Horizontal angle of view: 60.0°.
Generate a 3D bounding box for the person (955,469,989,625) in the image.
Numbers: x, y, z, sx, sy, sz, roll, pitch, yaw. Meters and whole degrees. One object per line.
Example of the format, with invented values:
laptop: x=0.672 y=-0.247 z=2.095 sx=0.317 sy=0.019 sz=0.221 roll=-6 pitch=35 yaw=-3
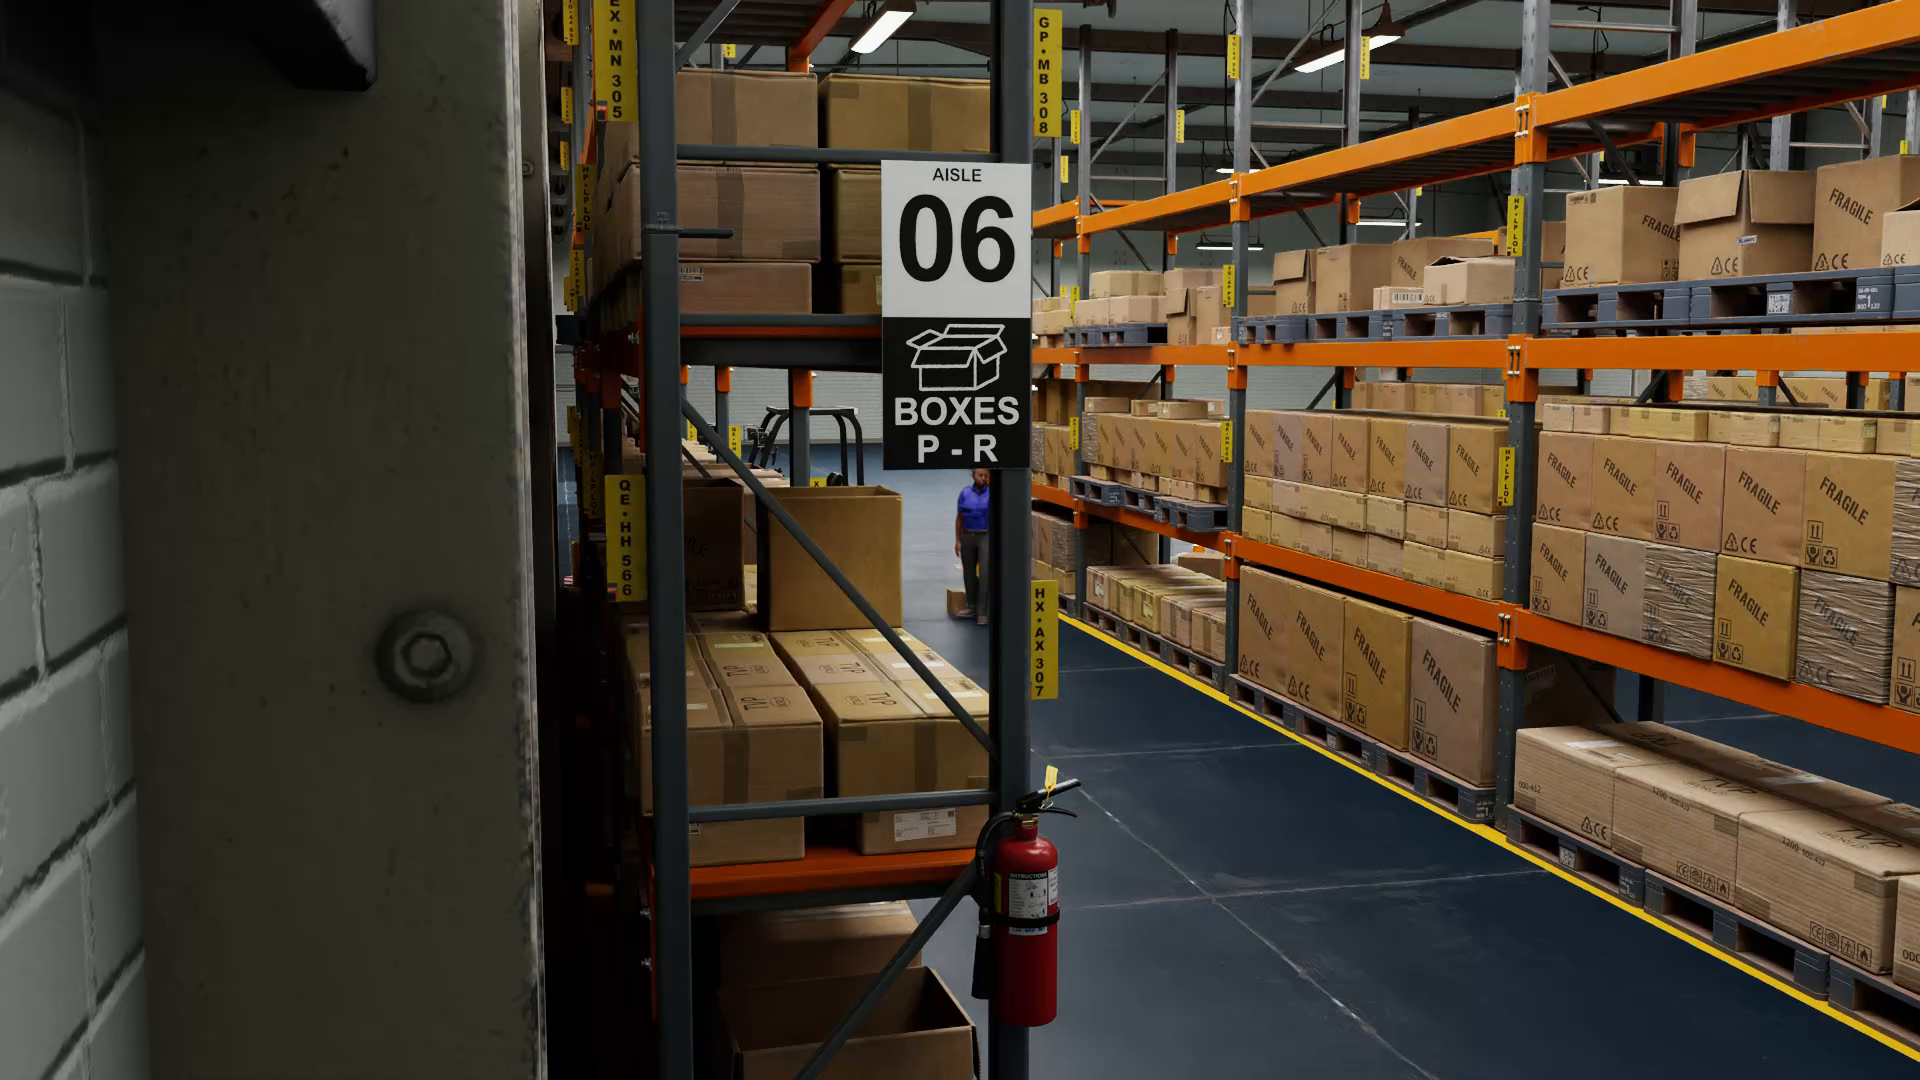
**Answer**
person: x=0.179 y=0.022 z=17.019 sx=0.492 sy=1.647 sz=0.555 roll=1 pitch=6 yaw=12
